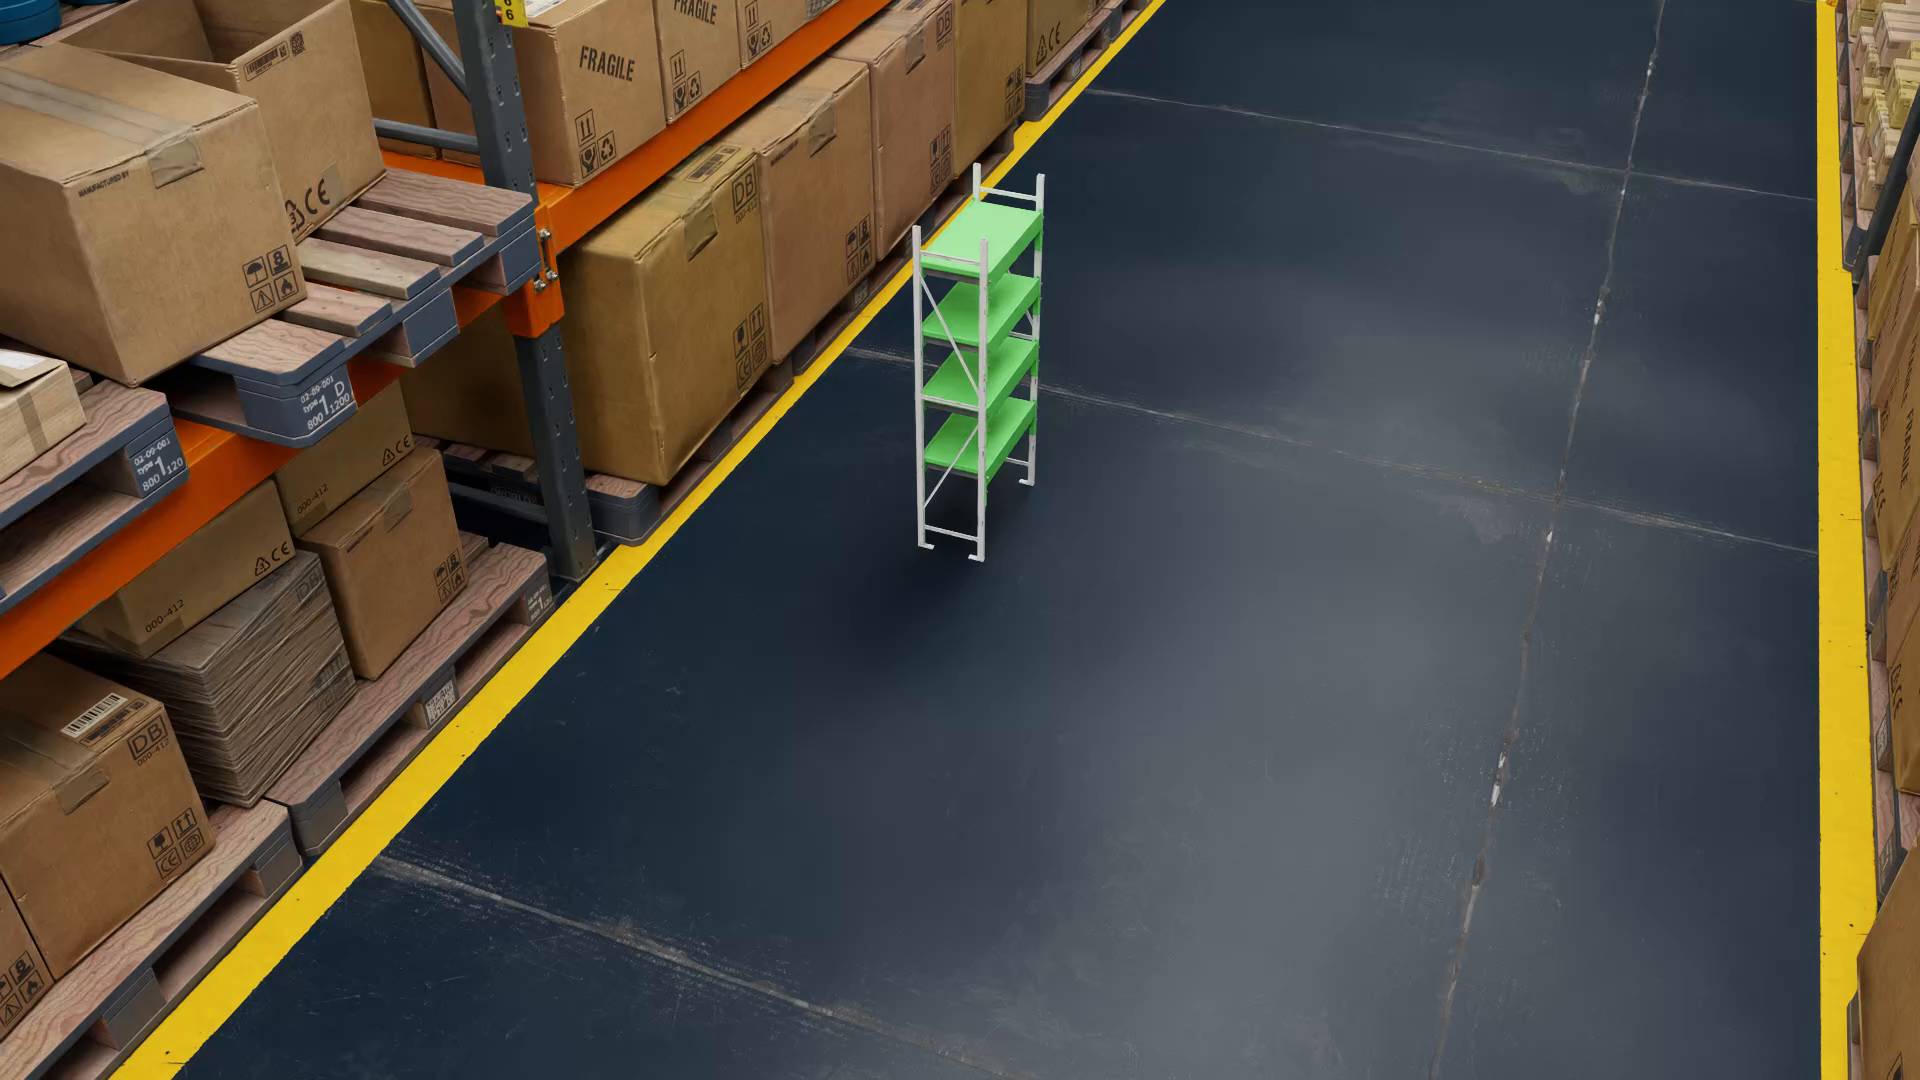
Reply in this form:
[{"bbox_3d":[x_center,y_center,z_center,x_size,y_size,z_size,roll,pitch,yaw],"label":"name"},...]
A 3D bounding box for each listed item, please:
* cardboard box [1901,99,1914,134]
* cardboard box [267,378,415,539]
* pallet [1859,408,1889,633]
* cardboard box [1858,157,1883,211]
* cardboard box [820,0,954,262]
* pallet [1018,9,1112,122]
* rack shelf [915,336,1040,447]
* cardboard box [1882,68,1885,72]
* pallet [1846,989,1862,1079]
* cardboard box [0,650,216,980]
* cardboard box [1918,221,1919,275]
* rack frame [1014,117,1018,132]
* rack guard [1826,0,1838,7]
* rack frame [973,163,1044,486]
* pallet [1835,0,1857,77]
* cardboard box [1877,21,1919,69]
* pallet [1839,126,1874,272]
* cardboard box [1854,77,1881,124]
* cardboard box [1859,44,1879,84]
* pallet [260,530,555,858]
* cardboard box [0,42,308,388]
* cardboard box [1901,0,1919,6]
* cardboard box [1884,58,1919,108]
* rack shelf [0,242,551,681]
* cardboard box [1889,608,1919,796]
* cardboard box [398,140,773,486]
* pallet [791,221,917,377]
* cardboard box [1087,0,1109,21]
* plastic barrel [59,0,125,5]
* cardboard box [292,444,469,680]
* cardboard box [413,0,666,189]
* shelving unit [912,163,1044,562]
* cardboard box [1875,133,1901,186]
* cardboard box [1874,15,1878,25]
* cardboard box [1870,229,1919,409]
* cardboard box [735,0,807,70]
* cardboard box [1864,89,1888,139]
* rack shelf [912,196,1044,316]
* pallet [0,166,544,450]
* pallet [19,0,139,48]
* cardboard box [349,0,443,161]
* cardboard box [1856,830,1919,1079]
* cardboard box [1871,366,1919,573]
[{"bbox_3d":[4.258,-1.748,7.116,0.380,0.149,0.250,15,39,19],"label":"cardboard box"},{"bbox_3d":[-1.935,-0.296,4.734,0.500,0.250,0.500,15,39,20],"label":"cardboard box"},{"bbox_3d":[3.605,-0.001,5.575,1.003,0.211,1.213,14,39,18],"label":"pallet"},{"bbox_3d":[4.197,-1.548,7.346,0.380,0.149,0.250,14,39,18],"label":"cardboard box"},{"bbox_3d":[-0.750,-1.876,7.178,1.225,0.875,0.875,13,39,16],"label":"cardboard box"},{"bbox_3d":[0.176,-2.699,9.185,1.003,0.211,1.213,14,39,18],"label":"pallet"},{"bbox_3d":[0.063,-0.521,5.552,0.258,0.148,0.480,14,39,18],"label":"rack shelf"},{"bbox_3d":[4.752,-2.330,8.144,0.380,0.149,0.250,12,38,16],"label":"cardboard box"},{"bbox_3d":[2.471,1.524,3.535,1.003,0.211,1.213,14,39,18],"label":"pallet"},{"bbox_3d":[-2.352,0.628,4.125,0.700,0.500,0.500,17,40,21],"label":"cardboard box"},{"bbox_3d":[3.637,-1.050,5.760,0.500,0.250,0.500,15,39,19],"label":"cardboard box"},{"bbox_3d":[-0.185,-3.413,7.810,1.000,3.000,0.127,14,39,18],"label":"rack frame"},{"bbox_3d":[5.856,-3.398,9.879,1.175,0.500,0.348,14,39,18],"label":"rack guard"},{"bbox_3d":[0.156,-0.707,5.694,0.240,1.200,0.015,14,39,18],"label":"rack frame"},{"bbox_3d":[5.514,-2.841,9.374,1.003,0.211,1.213,14,39,18],"label":"pallet"},{"bbox_3d":[4.595,-2.335,7.901,0.380,0.149,0.250,12,38,16],"label":"cardboard box"},{"bbox_3d":[4.586,-1.490,7.567,1.003,0.211,1.213,14,39,18],"label":"pallet"},{"bbox_3d":[4.591,-2.121,8.113,0.380,0.149,0.250,14,39,18],"label":"cardboard box"},{"bbox_3d":[4.813,-2.391,8.474,0.380,0.149,0.250,14,39,18],"label":"cardboard box"},{"bbox_3d":[-2.006,0.351,5.104,1.003,0.211,1.213,14,39,18],"label":"pallet"},{"bbox_3d":[-1.996,-0.766,3.836,0.700,0.500,0.500,20,41,24],"label":"cardboard box"},{"bbox_3d":[4.882,-2.599,8.256,0.380,0.149,0.250,14,39,18],"label":"cardboard box"},{"bbox_3d":[4.406,-2.038,7.504,0.380,0.149,0.250,13,39,17],"label":"cardboard box"},{"bbox_3d":[-2.468,0.197,3.581,1.077,0.370,4.000,14,39,18],"label":"rack shelf"},{"bbox_3d":[2.850,0.397,4.451,0.500,0.500,0.500,14,39,18],"label":"cardboard box"},{"bbox_3d":[-1.426,-0.893,5.863,1.225,0.875,0.875,12,38,16],"label":"cardboard box"},{"bbox_3d":[-0.872,-1.174,7.144,1.003,0.211,1.213,14,39,18],"label":"pallet"},{"bbox_3d":[0.482,-3.575,9.452,0.875,0.875,0.875,14,39,18],"label":"cardboard box"},{"bbox_3d":[-4.989,-3.571,9.425,0.600,0.901,0.708,14,39,18],"label":"plastic barrel"},{"bbox_3d":[-1.944,0.002,4.962,0.700,0.500,0.500,12,38,15],"label":"cardboard box"},{"bbox_3d":[-1.271,-1.445,5.095,0.500,0.500,0.500,15,39,19],"label":"cardboard box"},{"bbox_3d":[0.063,-0.572,5.513,0.258,1.200,0.503,14,39,18],"label":"shelving unit"},{"bbox_3d":[4.189,-1.619,7.193,0.380,0.149,0.250,15,39,19],"label":"cardboard box"},{"bbox_3d":[5.070,-2.669,8.845,0.380,0.149,0.250,14,39,18],"label":"cardboard box"},{"bbox_3d":[3.637,-0.752,5.988,0.500,0.500,0.500,16,40,20],"label":"cardboard box"},{"bbox_3d":[-0.885,-2.016,5.858,0.500,0.500,0.500,13,39,17],"label":"cardboard box"},{"bbox_3d":[4.366,-1.924,7.601,0.380,0.149,0.250,13,39,16],"label":"cardboard box"},{"bbox_3d":[0.063,-0.906,5.264,0.258,0.148,0.480,14,39,18],"label":"rack shelf"},{"bbox_3d":[-1.880,-0.702,4.344,1.213,0.211,1.003,14,39,18],"label":"pallet"},{"bbox_3d":[-5.098,-3.006,9.596,1.003,0.211,1.213,14,39,18],"label":"pallet"},{"bbox_3d":[-1.749,-1.568,5.259,0.500,0.500,0.500,15,39,19],"label":"cardboard box"},{"bbox_3d":[2.526,1.037,3.385,1.050,0.750,0.750,13,39,17],"label":"cardboard box"},{"bbox_3d":[3.237,-0.186,5.231,0.500,0.500,0.500,12,38,16],"label":"cardboard box"}]
